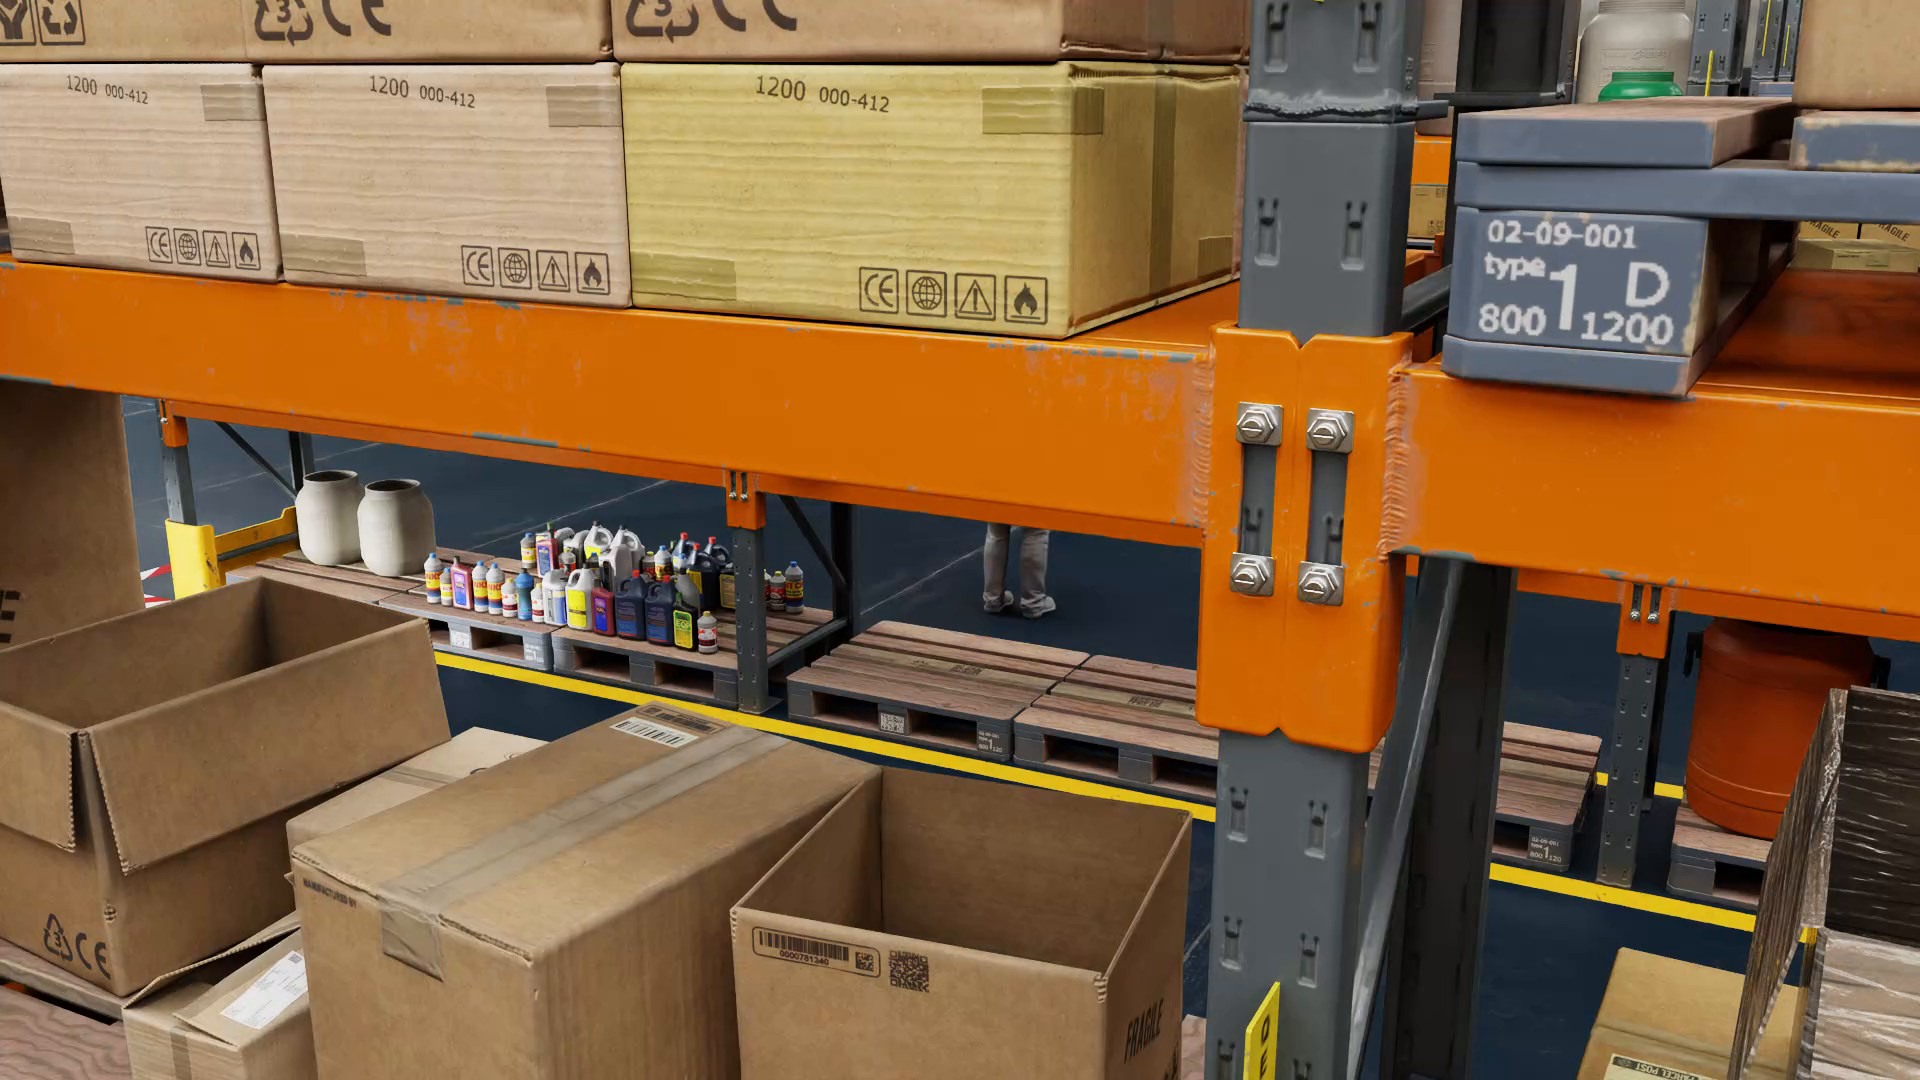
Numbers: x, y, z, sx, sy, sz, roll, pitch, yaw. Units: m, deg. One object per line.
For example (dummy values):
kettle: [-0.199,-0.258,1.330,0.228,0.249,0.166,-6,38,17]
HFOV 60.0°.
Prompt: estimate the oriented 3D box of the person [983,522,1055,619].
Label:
person: [0.361,-0.456,9.615,0.505,1.761,0.576,7,17,25]
